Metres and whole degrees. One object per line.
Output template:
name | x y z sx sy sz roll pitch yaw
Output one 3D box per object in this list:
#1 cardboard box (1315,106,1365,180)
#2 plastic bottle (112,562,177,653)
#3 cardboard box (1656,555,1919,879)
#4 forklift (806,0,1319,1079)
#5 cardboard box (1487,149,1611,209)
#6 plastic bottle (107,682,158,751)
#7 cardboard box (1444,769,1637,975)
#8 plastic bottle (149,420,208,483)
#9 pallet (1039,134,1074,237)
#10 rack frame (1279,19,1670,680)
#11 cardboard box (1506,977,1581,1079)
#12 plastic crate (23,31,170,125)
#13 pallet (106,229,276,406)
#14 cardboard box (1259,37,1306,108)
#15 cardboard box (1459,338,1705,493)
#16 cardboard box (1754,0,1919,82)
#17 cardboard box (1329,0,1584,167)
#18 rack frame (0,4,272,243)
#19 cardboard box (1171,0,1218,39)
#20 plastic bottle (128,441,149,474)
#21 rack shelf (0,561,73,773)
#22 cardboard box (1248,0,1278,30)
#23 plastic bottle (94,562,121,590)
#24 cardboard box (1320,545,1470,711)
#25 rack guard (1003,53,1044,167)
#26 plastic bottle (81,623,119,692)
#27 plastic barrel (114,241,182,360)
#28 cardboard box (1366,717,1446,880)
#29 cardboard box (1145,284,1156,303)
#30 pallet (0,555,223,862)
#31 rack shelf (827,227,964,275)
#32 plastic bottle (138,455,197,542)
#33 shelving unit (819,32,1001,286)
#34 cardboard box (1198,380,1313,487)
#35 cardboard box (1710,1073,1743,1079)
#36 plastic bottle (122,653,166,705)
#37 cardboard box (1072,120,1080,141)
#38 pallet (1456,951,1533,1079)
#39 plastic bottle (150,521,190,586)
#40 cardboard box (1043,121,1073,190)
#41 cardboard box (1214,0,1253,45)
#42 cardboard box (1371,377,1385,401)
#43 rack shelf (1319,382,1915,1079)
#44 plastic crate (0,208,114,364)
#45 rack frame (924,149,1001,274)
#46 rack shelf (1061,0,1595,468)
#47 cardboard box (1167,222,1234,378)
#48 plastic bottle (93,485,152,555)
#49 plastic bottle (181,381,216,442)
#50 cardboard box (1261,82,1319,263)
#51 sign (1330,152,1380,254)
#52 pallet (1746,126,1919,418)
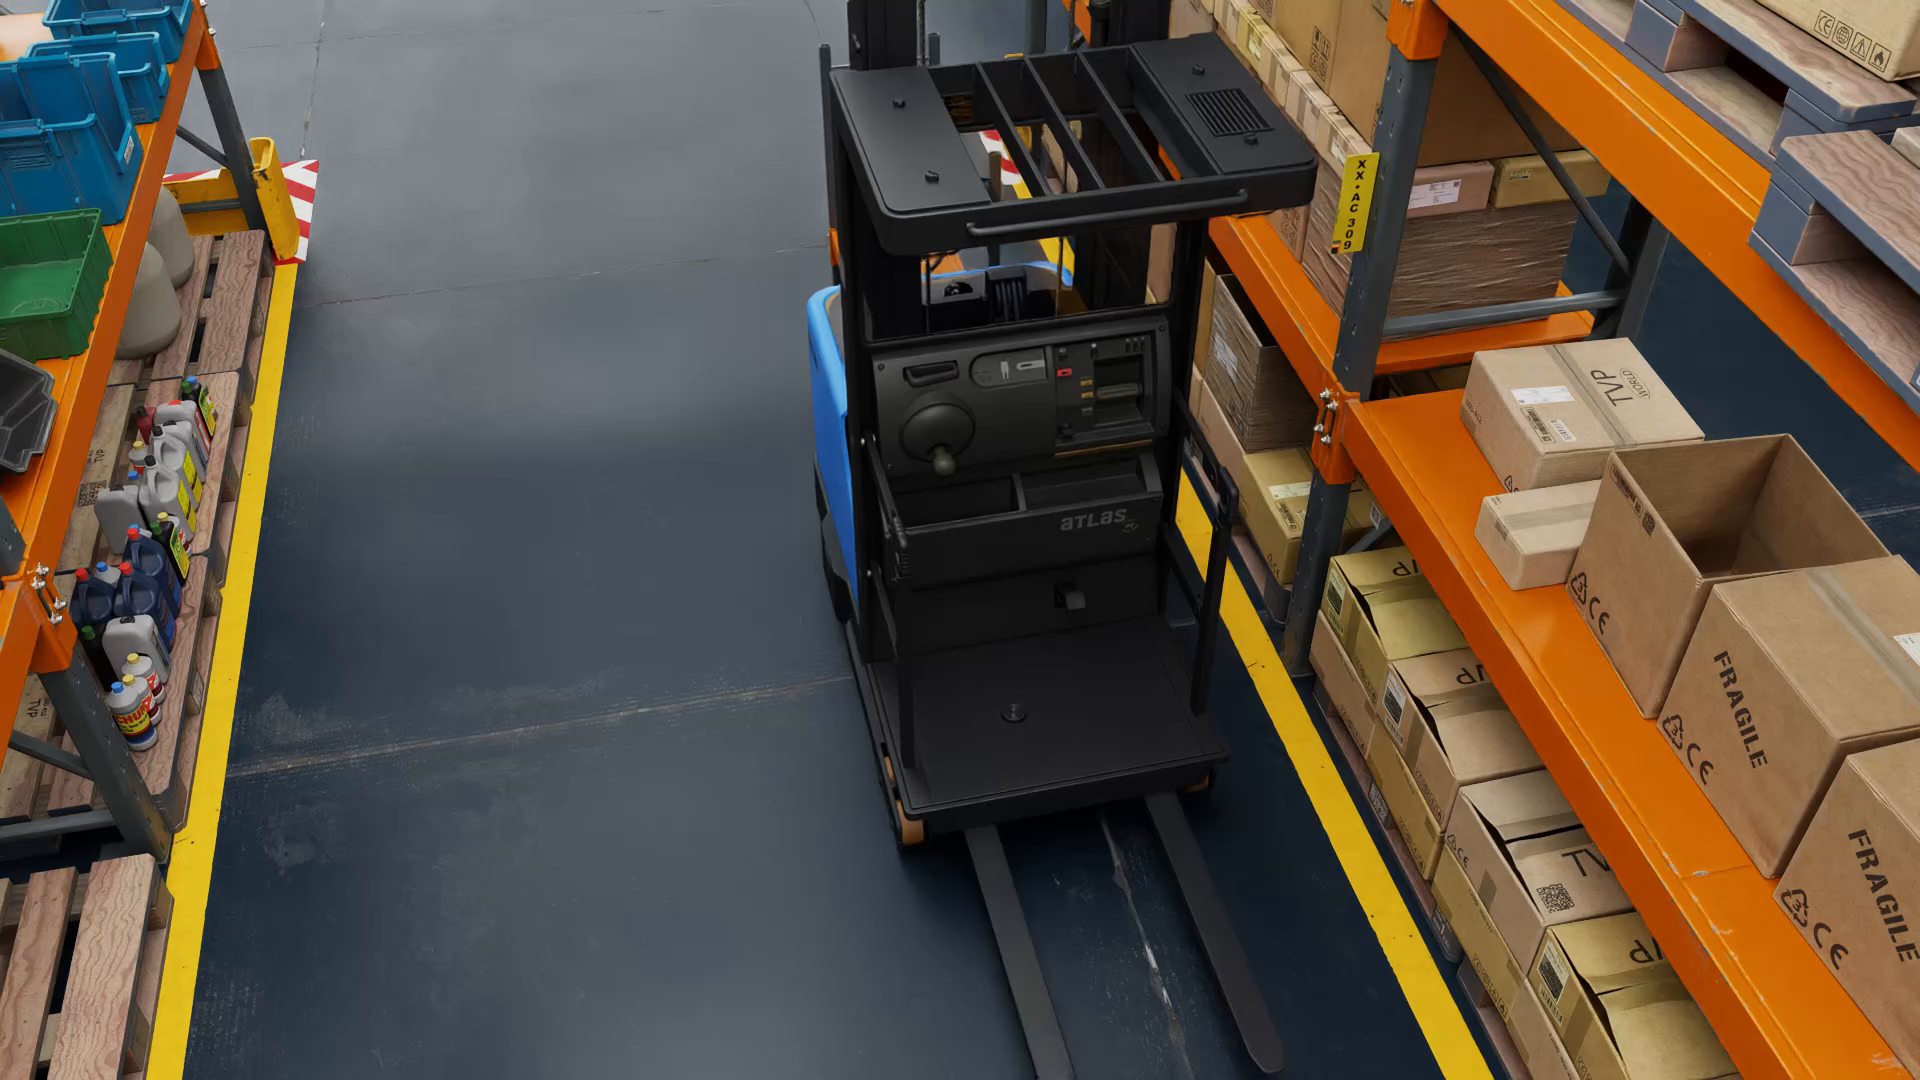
cardboard box | 1.383 -1.301 5.392 0.380 0.149 0.250 -9 42 -10
plastic bottle | -2.905 0.236 5.888 0.144 0.351 0.185 -7 42 -8
cardboard box | 2.073 0.414 3.949 0.500 0.500 0.500 -8 42 -9
forklift | 0.250 -0.353 4.940 1.130 2.935 3.031 -9 42 -10
cardboard box | 1.833 -1.197 5.275 0.380 0.149 0.250 -8 42 -9
plastic bottle | -2.776 0.579 5.562 0.097 0.271 0.097 0 42 0
cardboard box | 1.764 0.911 4.797 0.500 0.311 0.500 -10 43 -11
plastic bottle | -3.117 -0.361 6.618 0.152 0.276 0.135 -9 42 -10
pallet | 1.044 -1.775 8.590 1.003 0.211 1.213 -8 42 -9
rack frame | 1.702 -0.715 5.296 1.000 3.000 0.127 -8 42 -9
cardboard box | 1.879 1.450 4.612 0.500 0.250 0.500 -8 42 -8
plastic crate | -3.464 -1.841 6.677 0.499 0.251 0.408 -8 42 -9
pallet | -3.766 -0.987 7.703 1.003 0.211 1.213 -8 42 -9
cardboard box | 1.266 -1.640 5.774 0.380 0.149 0.250 -8 42 -9
cardboard box | 1.851 -0.346 4.993 0.500 0.250 0.500 -6 42 -7
cardboard box | 1.947 -1.181 3.358 0.500 0.250 0.500 -12 43 -13
cardboard box | 1.600 -1.524 5.155 0.700 0.500 0.500 -8 42 -9
rack frame | -3.999 -2.600 7.420 1.000 3.000 0.127 -8 42 -9
cardboard box | 1.264 -2.037 6.710 0.700 0.500 0.500 -7 42 -8
plastic bottle | -3.235 -0.303 6.609 0.097 0.201 0.097 0 42 0
rack shelf | -2.704 1.558 3.277 1.077 0.370 4.000 -8 42 -9
cardboard box | 1.382 -2.176 5.889 0.700 0.500 0.500 -8 42 -9
plastic bottle | -3.054 0.189 6.001 0.097 0.271 0.097 0 42 0
cardboard box | 1.548 0.250 5.541 0.500 0.311 0.500 -8 42 -9
rack guard | 0.833 -2.388 9.064 1.175 0.500 0.348 -8 42 -9
plastic bottle | -2.977 0.385 5.772 0.061 0.283 0.133 -8 42 -9
plastic barrel | -3.674 -1.086 7.272 0.421 0.512 0.421 0 42 0
cardboard box | 1.656 0.785 5.361 0.500 0.250 0.500 -7 42 -8
cardboard box | 1.059 -1.084 7.467 0.500 0.250 0.500 -8 42 -9
pallet | -3.240 0.594 5.922 1.003 0.211 1.213 -8 42 -9
rack shelf | -0.212 -1.020 7.040 0.538 0.185 1.000 -9 42 -10
plastic bottle | -3.037 -0.162 6.337 0.144 0.351 0.185 -9 42 -10
shelving unit | -0.210 -1.149 6.914 0.587 1.500 1.083 -9 42 -10
cardboard box | 1.290 -0.438 6.739 0.500 0.250 0.500 -8 42 -9
cardboard box | 1.987 1.572 4.052 0.500 0.311 0.500 -9 42 -10
plastic bottle | -2.820 0.473 5.734 0.097 0.201 0.097 0 42 0
cardboard box | 0.847 -2.013 7.949 0.500 0.500 0.500 -8 42 -9
pallet | 2.166 1.593 4.797 1.003 0.211 1.213 -8 42 -9
plastic bottle | -2.940 0.026 6.176 0.061 0.283 0.133 -7 42 -7
cardboard box | 0.737 -2.057 8.562 0.500 0.250 0.500 -8 42 -9
cardboard box | 1.161 -1.964 6.138 0.380 0.149 0.250 -7 42 -8
cardboard box | 1.792 -0.792 6.573 0.500 0.500 0.500 -8 42 -9
rack shelf | 2.134 0.851 4.074 1.077 0.370 4.000 -8 42 -9
plastic crate | -3.153 -0.848 5.606 0.450 0.188 0.662 -8 42 -9
rack frame | -0.095 -0.826 6.551 0.500 1.500 0.032 -9 42 -10
rack shelf | 1.270 -1.742 6.995 1.077 0.370 4.000 -8 42 -9
cardboard box | 1.180 -1.042 6.855 0.500 0.500 0.500 -8 42 -9
plastic bottle | -3.176 -0.096 6.319 0.152 0.276 0.135 -8 42 -9
plastic bottle | -3.131 -0.548 6.823 0.061 0.283 0.133 -7 42 -8
cardboard box | 1.480 -1.380 5.970 0.700 0.500 0.500 -9 42 -10
sign | 1.160 -0.988 4.891 0.100 0.325 0.005 -8 42 -9
pallet | 2.087 -0.325 2.739 1.003 0.211 1.213 -7 42 -7
